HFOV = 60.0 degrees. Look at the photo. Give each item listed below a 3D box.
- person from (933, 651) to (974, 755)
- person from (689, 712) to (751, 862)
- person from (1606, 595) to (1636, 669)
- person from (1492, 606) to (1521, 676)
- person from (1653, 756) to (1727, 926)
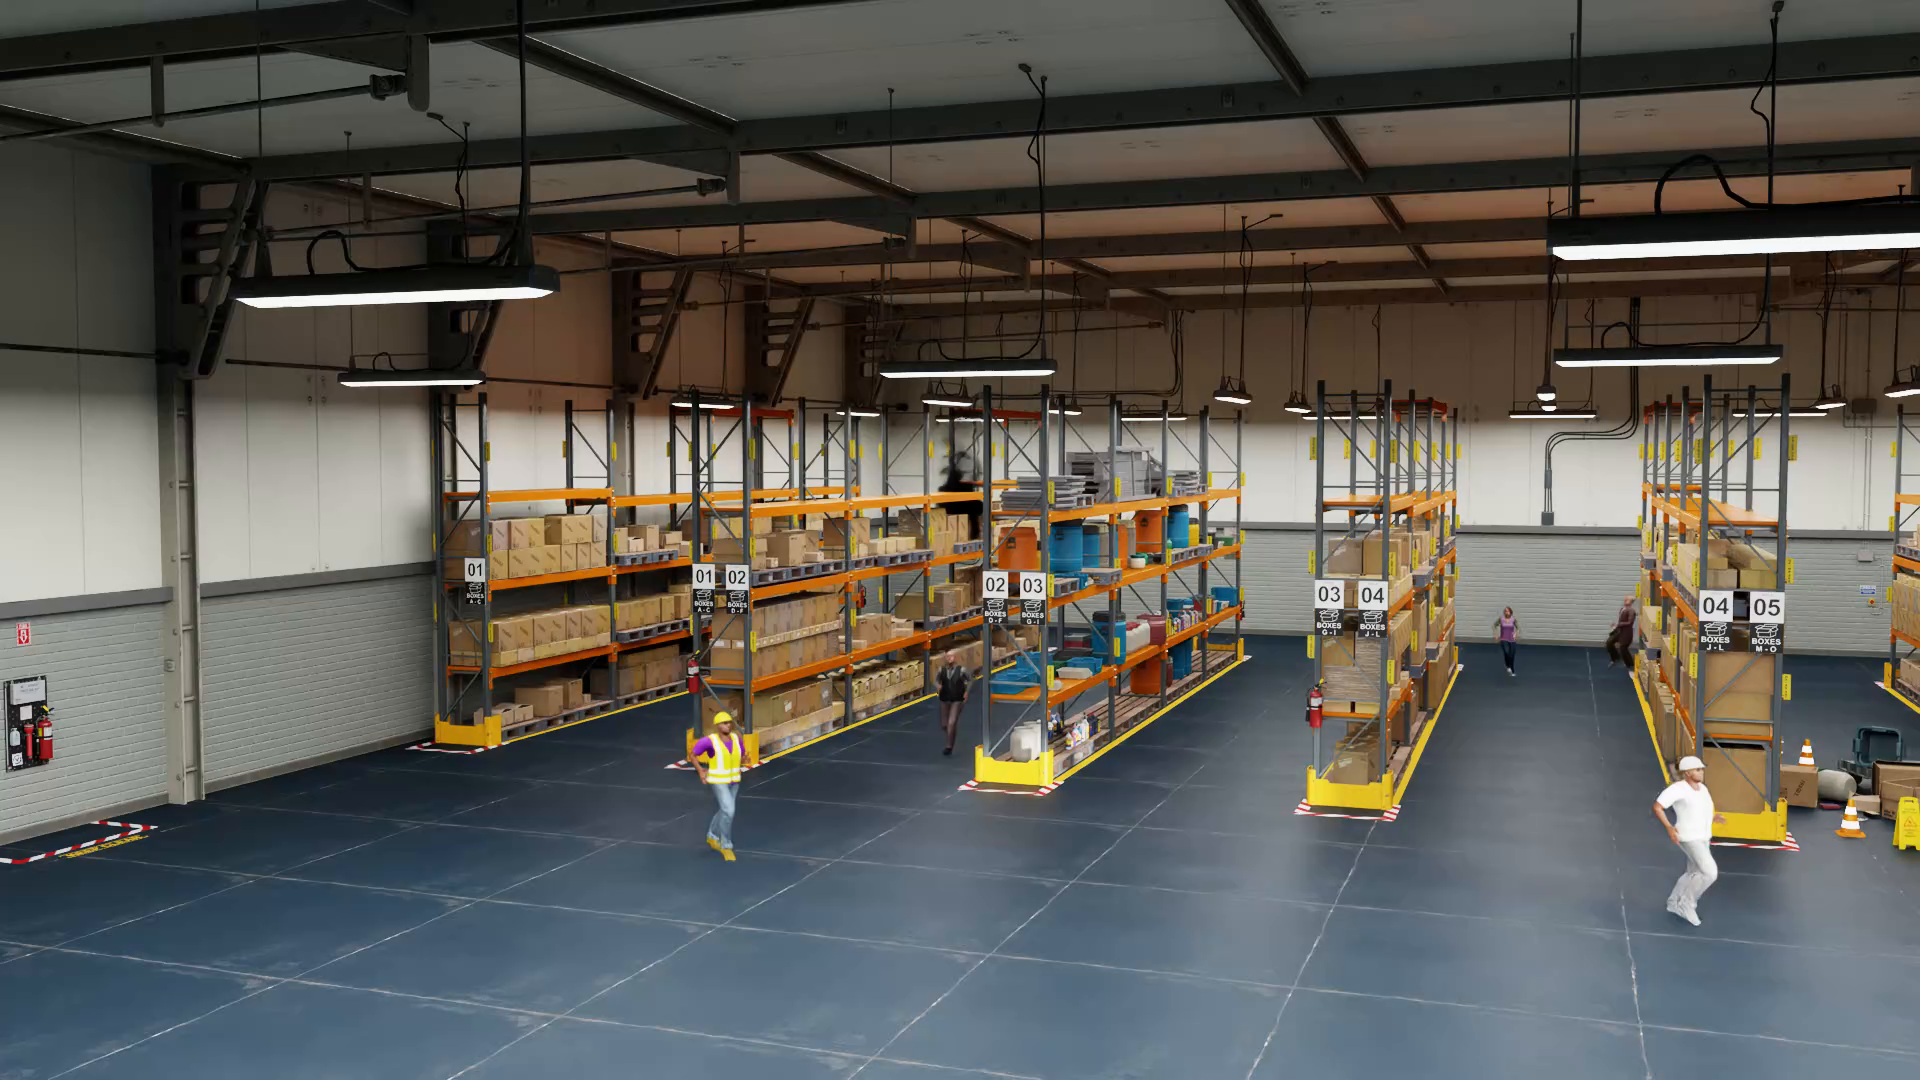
[{"bbox_3d":[-0.127,2.680,27.595,0.670,1.693,0.836,1,3,17],"label":"person"},{"bbox_3d":[-2.915,3.032,20.560,0.746,1.826,0.674,3,4,42],"label":"person"},{"bbox_3d":[15.098,2.109,37.788,0.712,1.716,0.686,0,3,-6],"label":"person"},{"bbox_3d":[12.127,2.298,36.885,0.587,1.469,0.692,1,3,10],"label":"person"},{"bbox_3d":[7.800,3.187,17.649,0.668,1.777,0.624,-2,4,-38],"label":"person"}]
